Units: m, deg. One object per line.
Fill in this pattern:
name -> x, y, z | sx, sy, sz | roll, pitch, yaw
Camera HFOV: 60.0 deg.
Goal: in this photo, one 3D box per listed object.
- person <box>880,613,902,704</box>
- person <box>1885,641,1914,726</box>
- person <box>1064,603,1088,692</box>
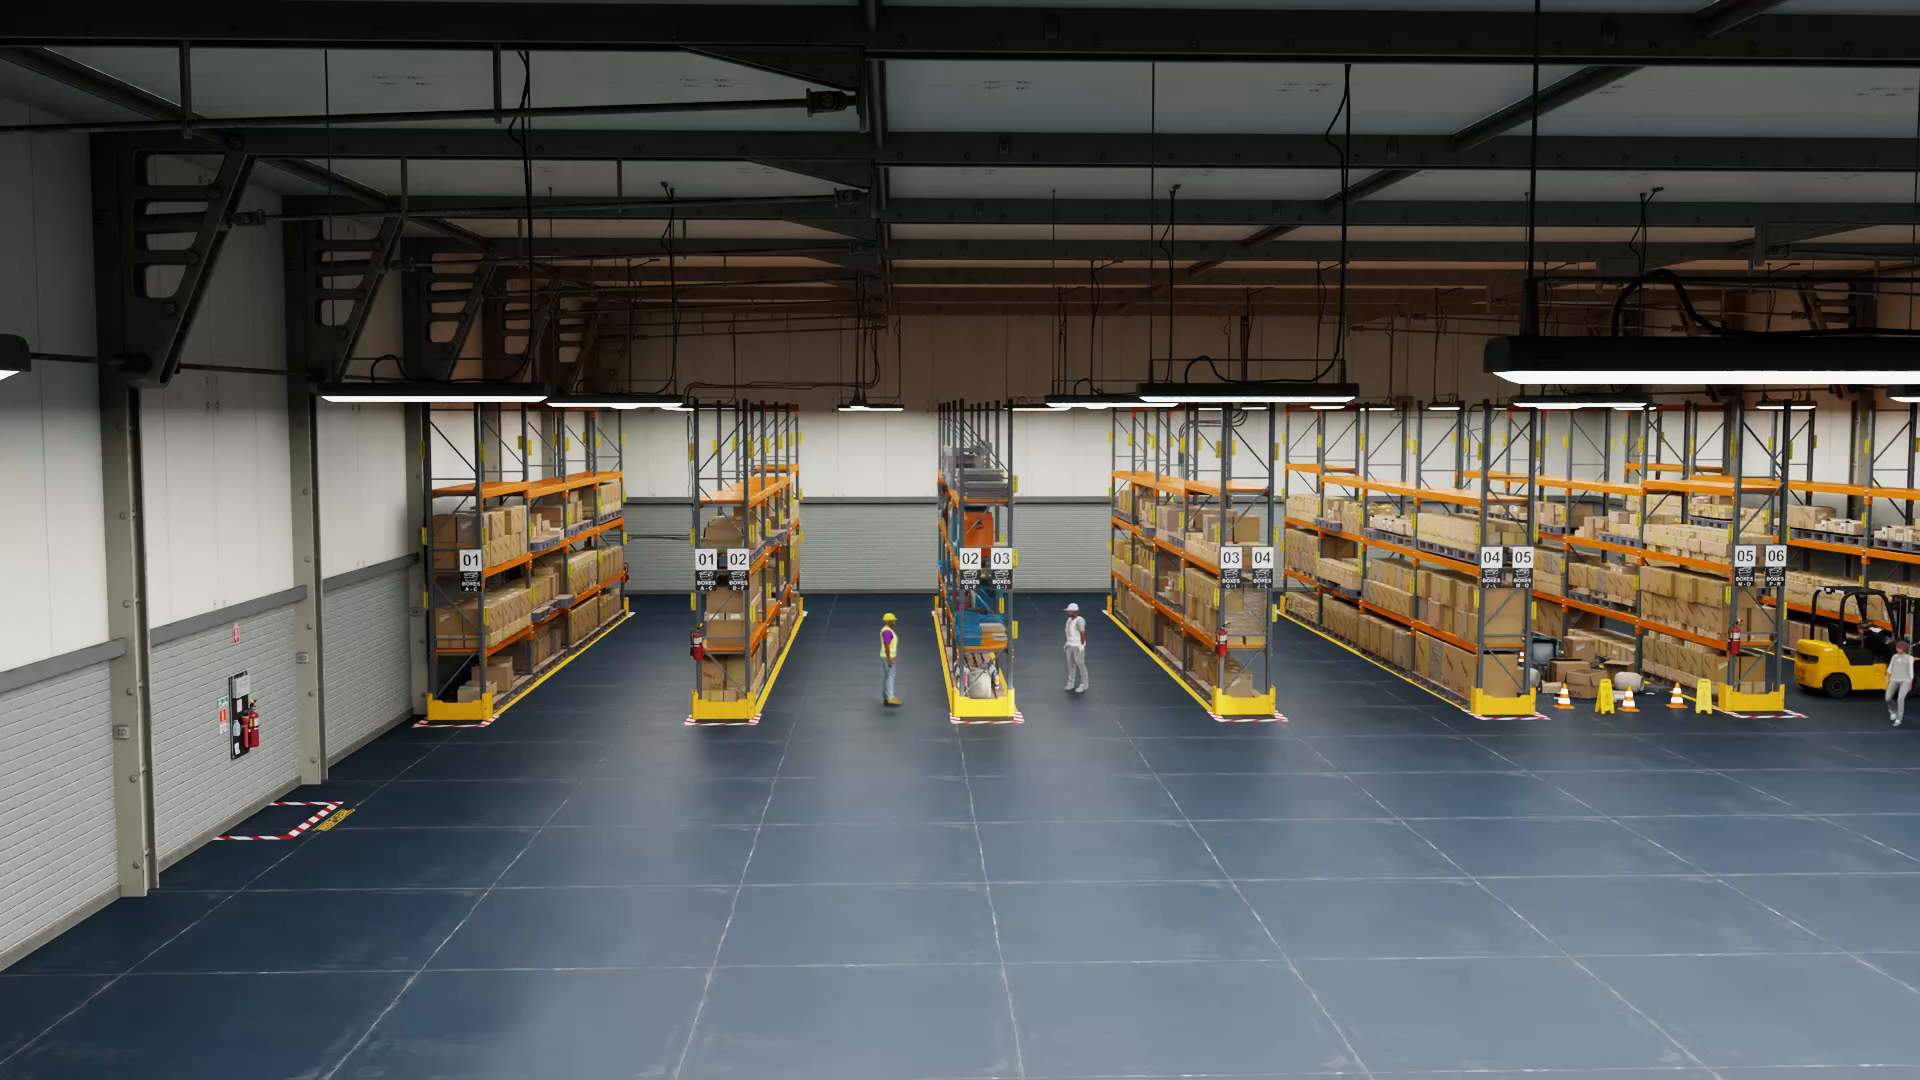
person -> -1.378, 2.342, 32.988 | 0.430, 1.769, 0.707 | 0, 4, -5
person -> 17.347, 2.646, 30.757 | 0.587, 1.529, 0.437 | -4, 6, -43
person -> 2.363, 2.216, 34.460 | 0.435, 1.808, 0.592 | -2, 5, -29
